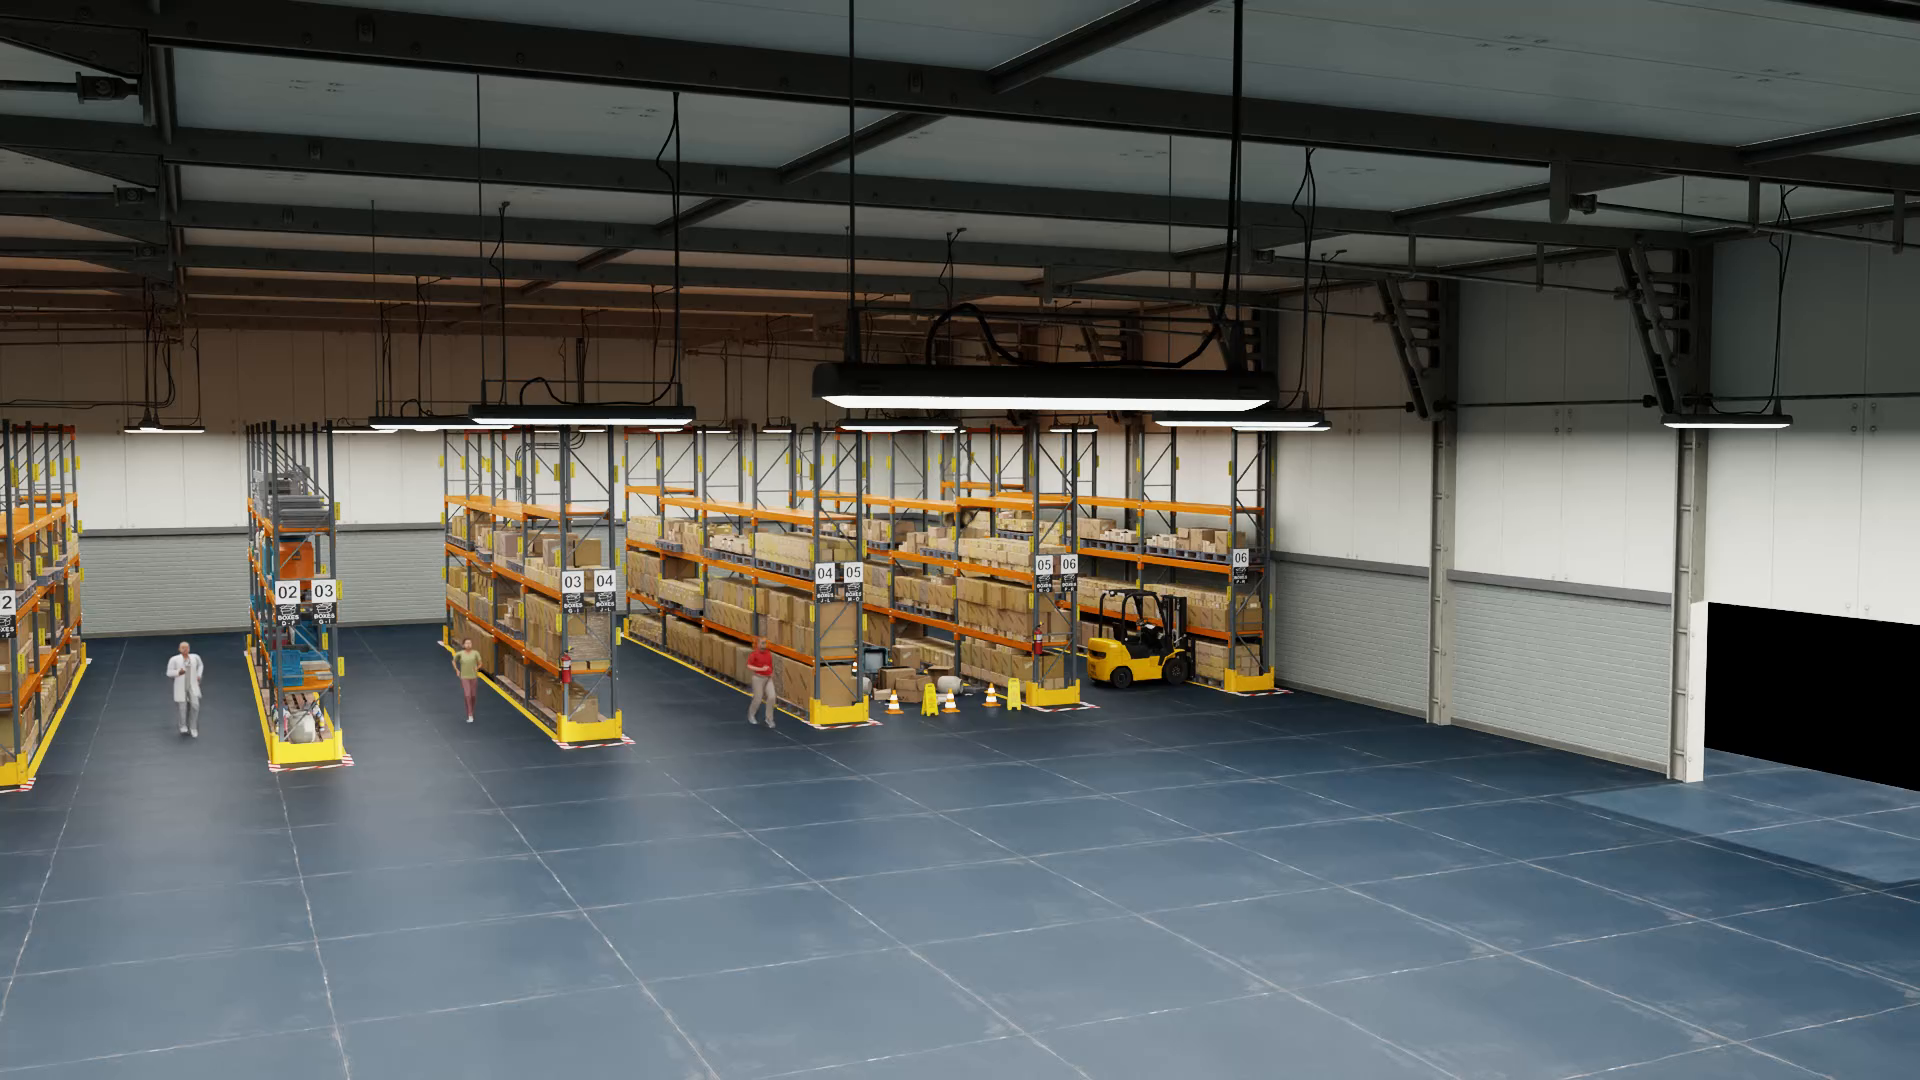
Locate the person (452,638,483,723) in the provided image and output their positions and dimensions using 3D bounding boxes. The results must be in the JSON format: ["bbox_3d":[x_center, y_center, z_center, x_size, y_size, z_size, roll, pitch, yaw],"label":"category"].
[{"bbox_3d":[-9.913,2.797,33.515,0.582,1.672,0.805,-2,4,-25],"label":"person"}]

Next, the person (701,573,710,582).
[{"bbox_3d":[-7.353,1.836,48.141,0.758,1.800,0.862,-2,4,-32],"label":"person"}]

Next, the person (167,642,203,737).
[{"bbox_3d":[-14.749,2.855,31.719,0.685,1.826,0.777,-2,4,-34],"label":"person"}]

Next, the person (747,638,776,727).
[{"bbox_3d":[-3.945,2.832,32.858,0.690,1.821,0.760,-3,5,-44],"label":"person"}]
